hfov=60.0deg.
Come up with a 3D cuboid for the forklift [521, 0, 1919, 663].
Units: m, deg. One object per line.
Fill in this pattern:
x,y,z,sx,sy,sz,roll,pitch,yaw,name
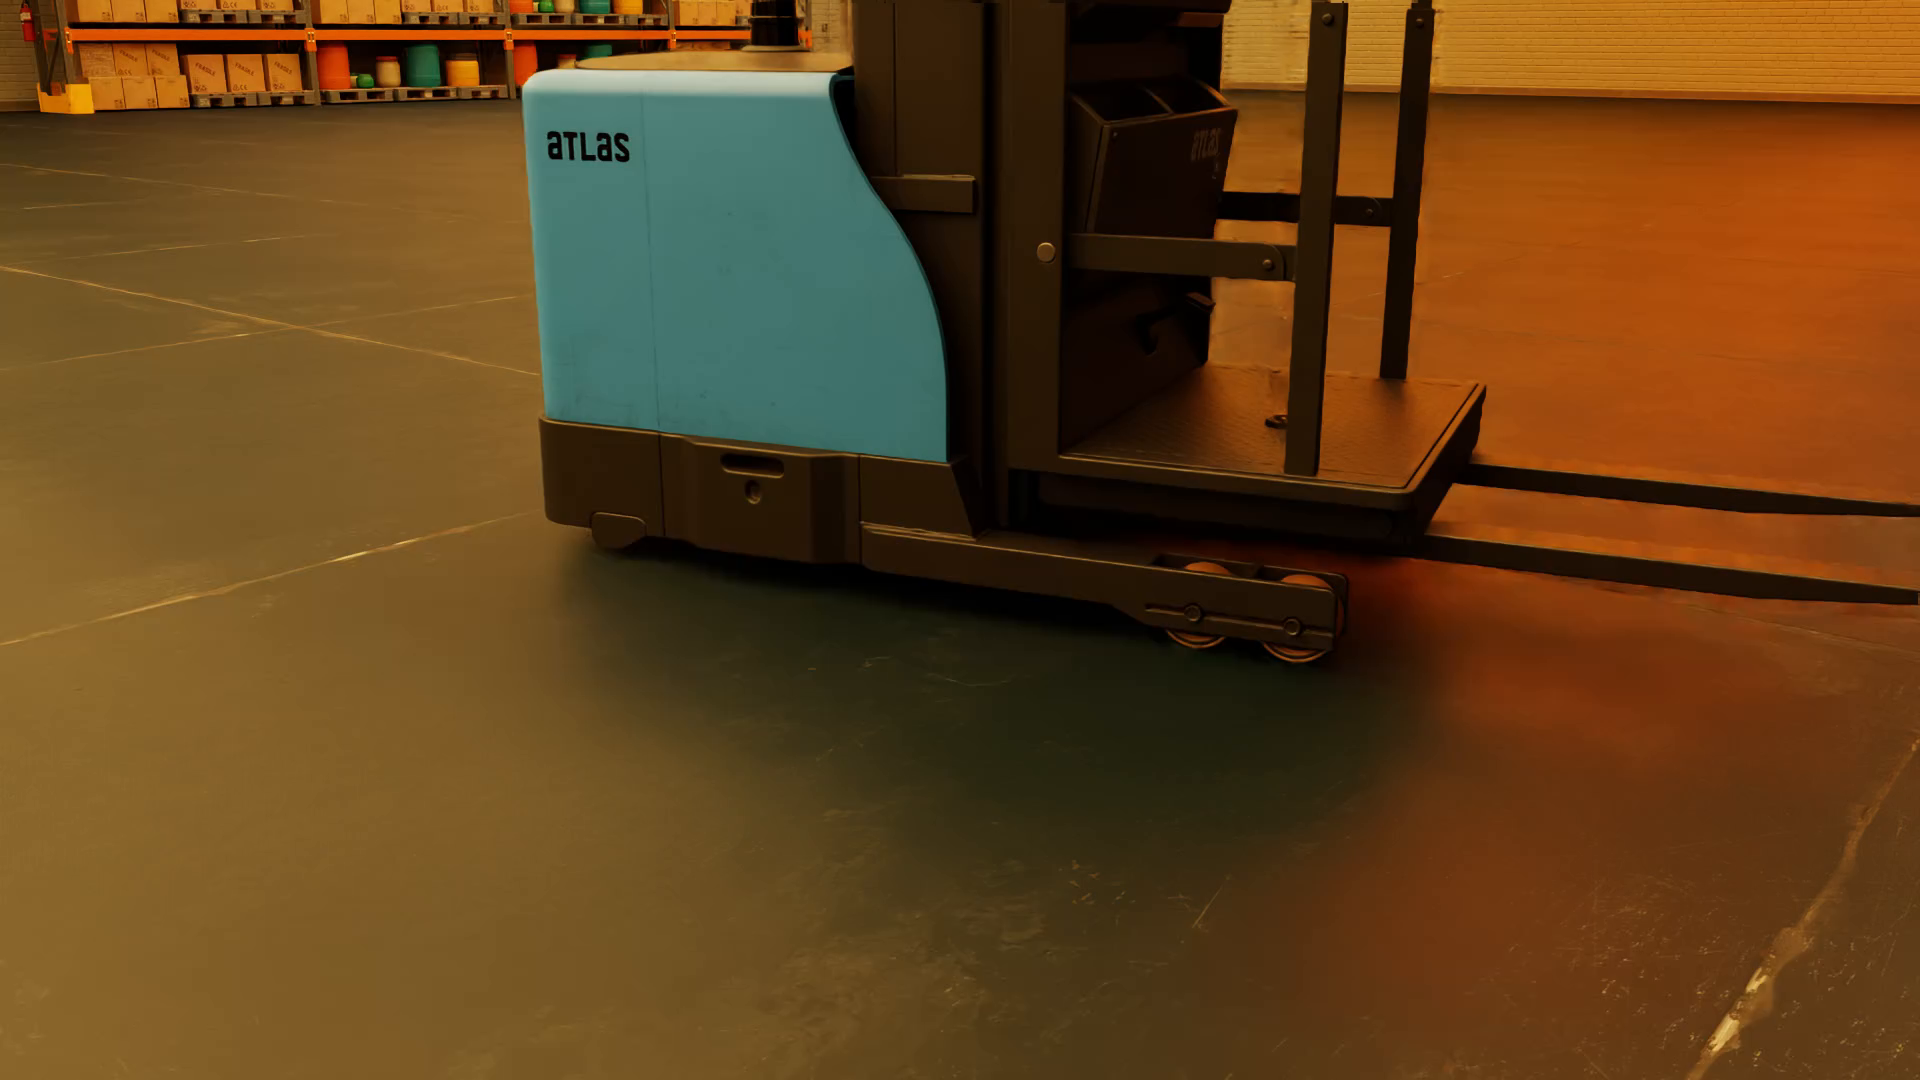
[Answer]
0.593,-1.344,3.322,3.031,2.935,1.130,7,18,23,forklift
